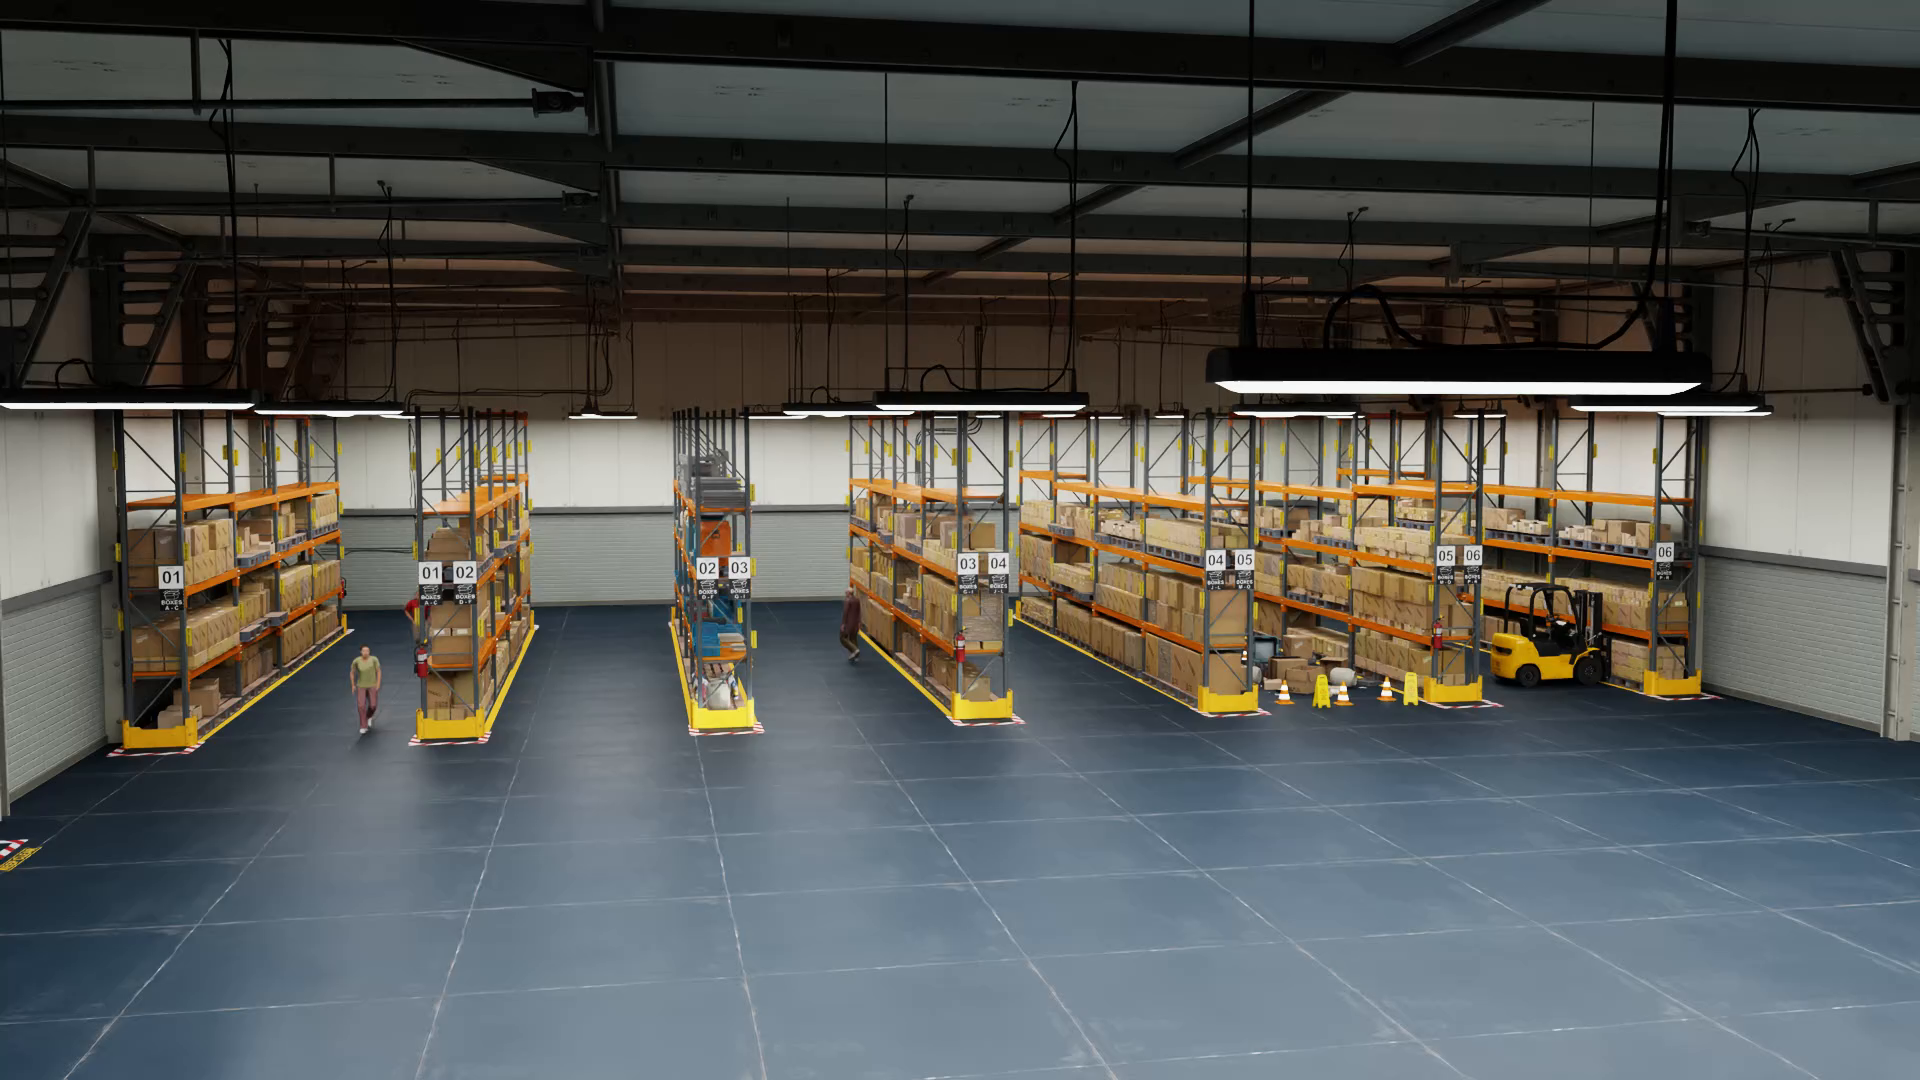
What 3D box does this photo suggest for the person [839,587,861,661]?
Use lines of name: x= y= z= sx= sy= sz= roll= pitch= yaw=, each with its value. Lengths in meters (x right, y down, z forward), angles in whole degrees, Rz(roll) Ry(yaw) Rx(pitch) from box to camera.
person: x=-2.559 y=2.009 z=39.622 sx=0.585 sy=1.775 sz=0.628 roll=3 pitch=5 yaw=34

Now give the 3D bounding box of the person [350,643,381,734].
person: x=-11.004 y=2.718 z=30.792 sx=0.538 sy=1.655 sz=0.625 roll=-2 pitch=4 yaw=-22

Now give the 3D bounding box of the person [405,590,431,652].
person: x=-13.189 y=2.024 z=40.607 sx=0.621 sy=1.636 sz=0.735 roll=0 pitch=4 yaw=-2
